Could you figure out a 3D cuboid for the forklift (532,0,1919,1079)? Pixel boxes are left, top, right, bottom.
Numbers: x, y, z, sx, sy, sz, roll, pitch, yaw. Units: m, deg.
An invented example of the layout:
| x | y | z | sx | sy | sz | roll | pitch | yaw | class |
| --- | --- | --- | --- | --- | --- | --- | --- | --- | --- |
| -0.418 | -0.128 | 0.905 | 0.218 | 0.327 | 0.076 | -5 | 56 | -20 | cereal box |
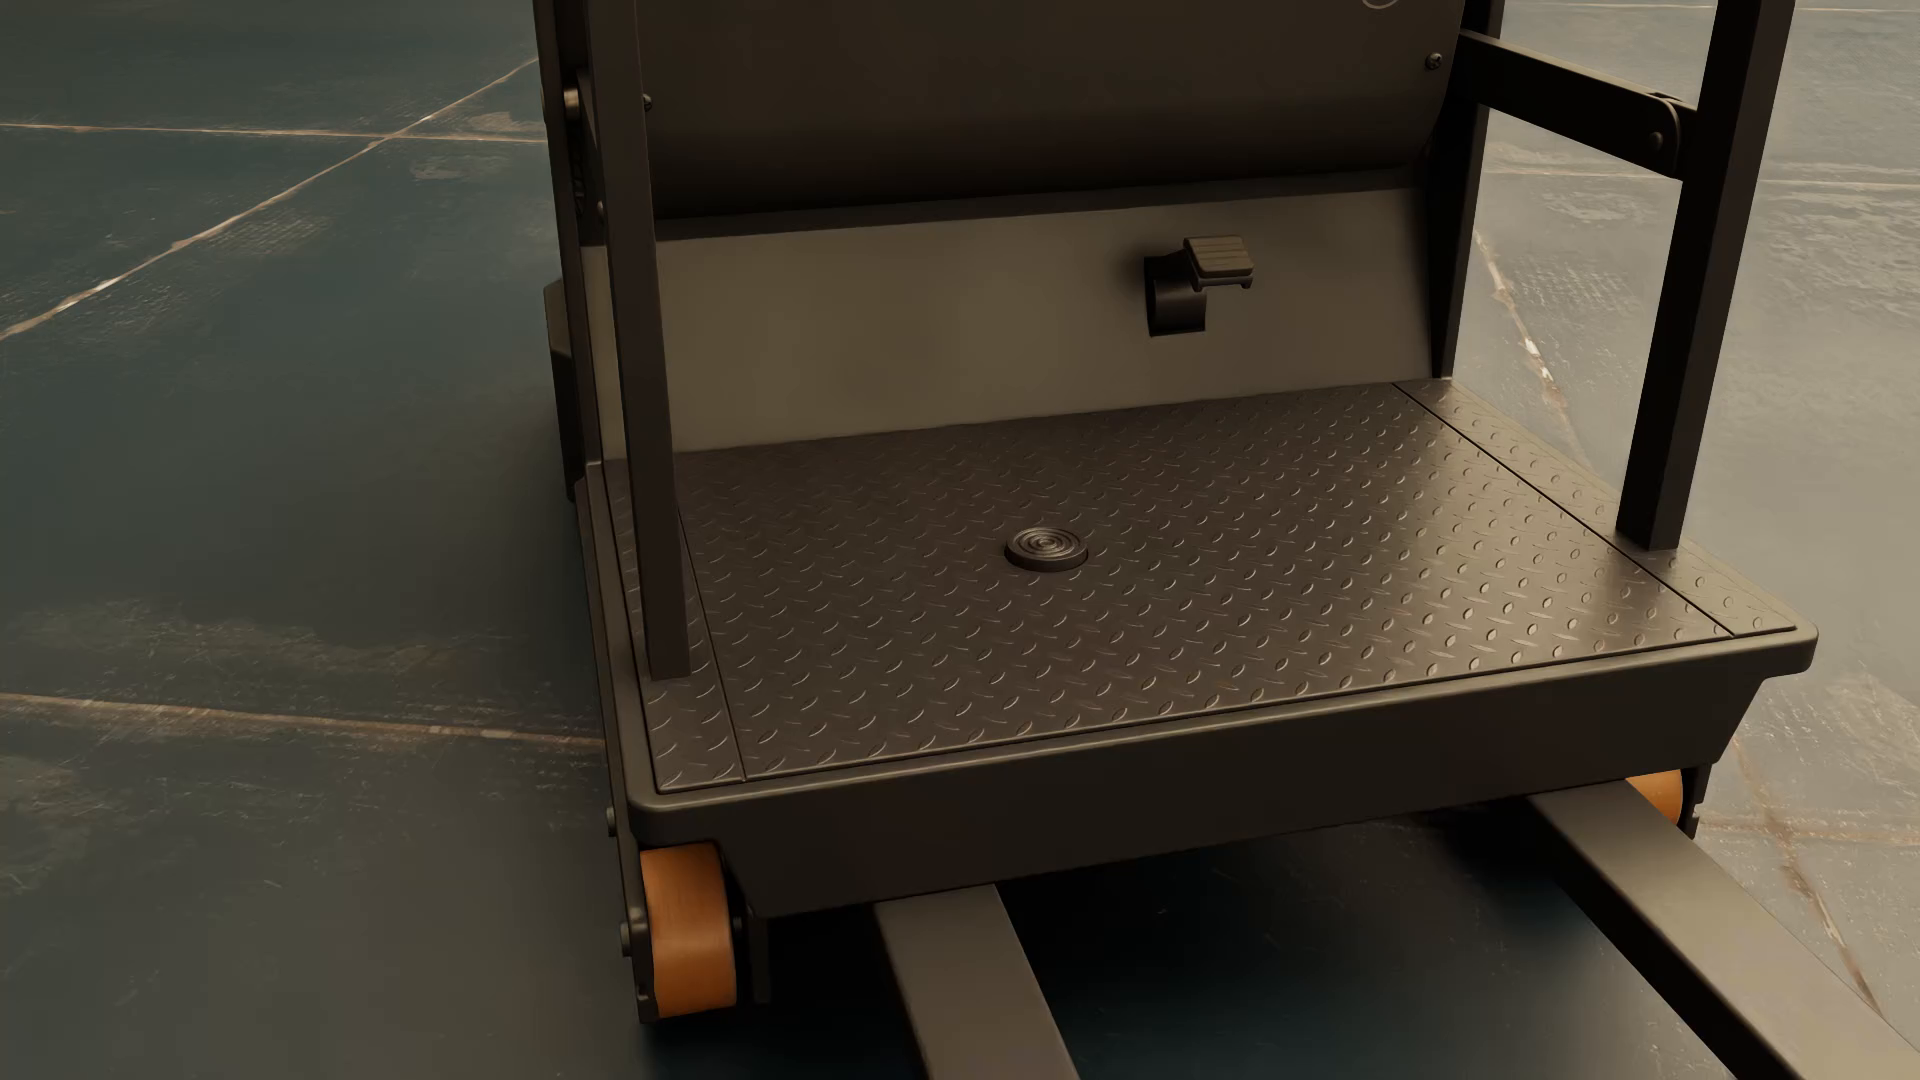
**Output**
| x | y | z | sx | sy | sz | roll | pitch | yaw | class |
| --- | --- | --- | --- | --- | --- | --- | --- | --- | --- |
| 0.149 | -1.048 | 1.318 | 1.121 | 2.935 | 3.031 | -7 | 27 | -13 | forklift |
